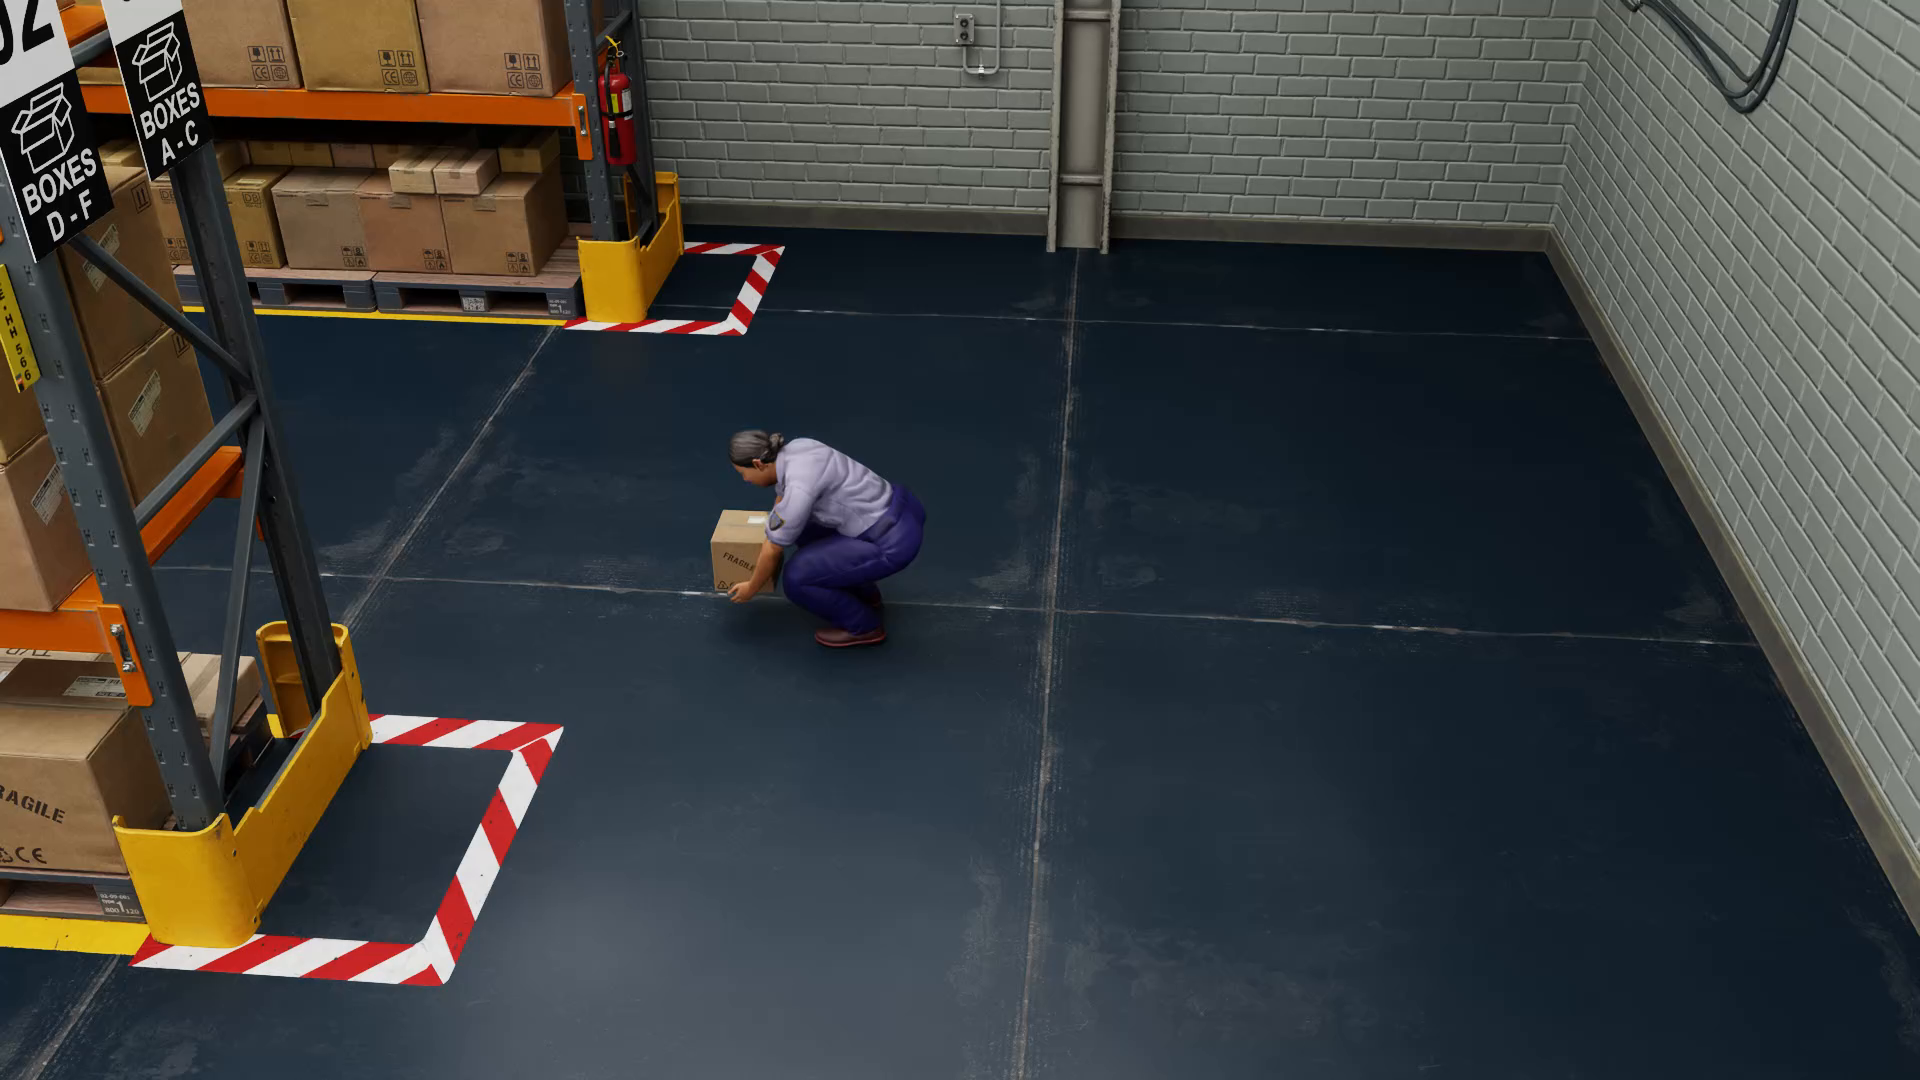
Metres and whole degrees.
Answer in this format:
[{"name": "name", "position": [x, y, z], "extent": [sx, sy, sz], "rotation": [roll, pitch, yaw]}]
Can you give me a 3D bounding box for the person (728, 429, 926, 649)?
[{"name": "person", "position": [-0.556, -0.043, 6.879], "extent": [0.821, 0.954, 0.517], "rotation": [2, 32, 4]}]
